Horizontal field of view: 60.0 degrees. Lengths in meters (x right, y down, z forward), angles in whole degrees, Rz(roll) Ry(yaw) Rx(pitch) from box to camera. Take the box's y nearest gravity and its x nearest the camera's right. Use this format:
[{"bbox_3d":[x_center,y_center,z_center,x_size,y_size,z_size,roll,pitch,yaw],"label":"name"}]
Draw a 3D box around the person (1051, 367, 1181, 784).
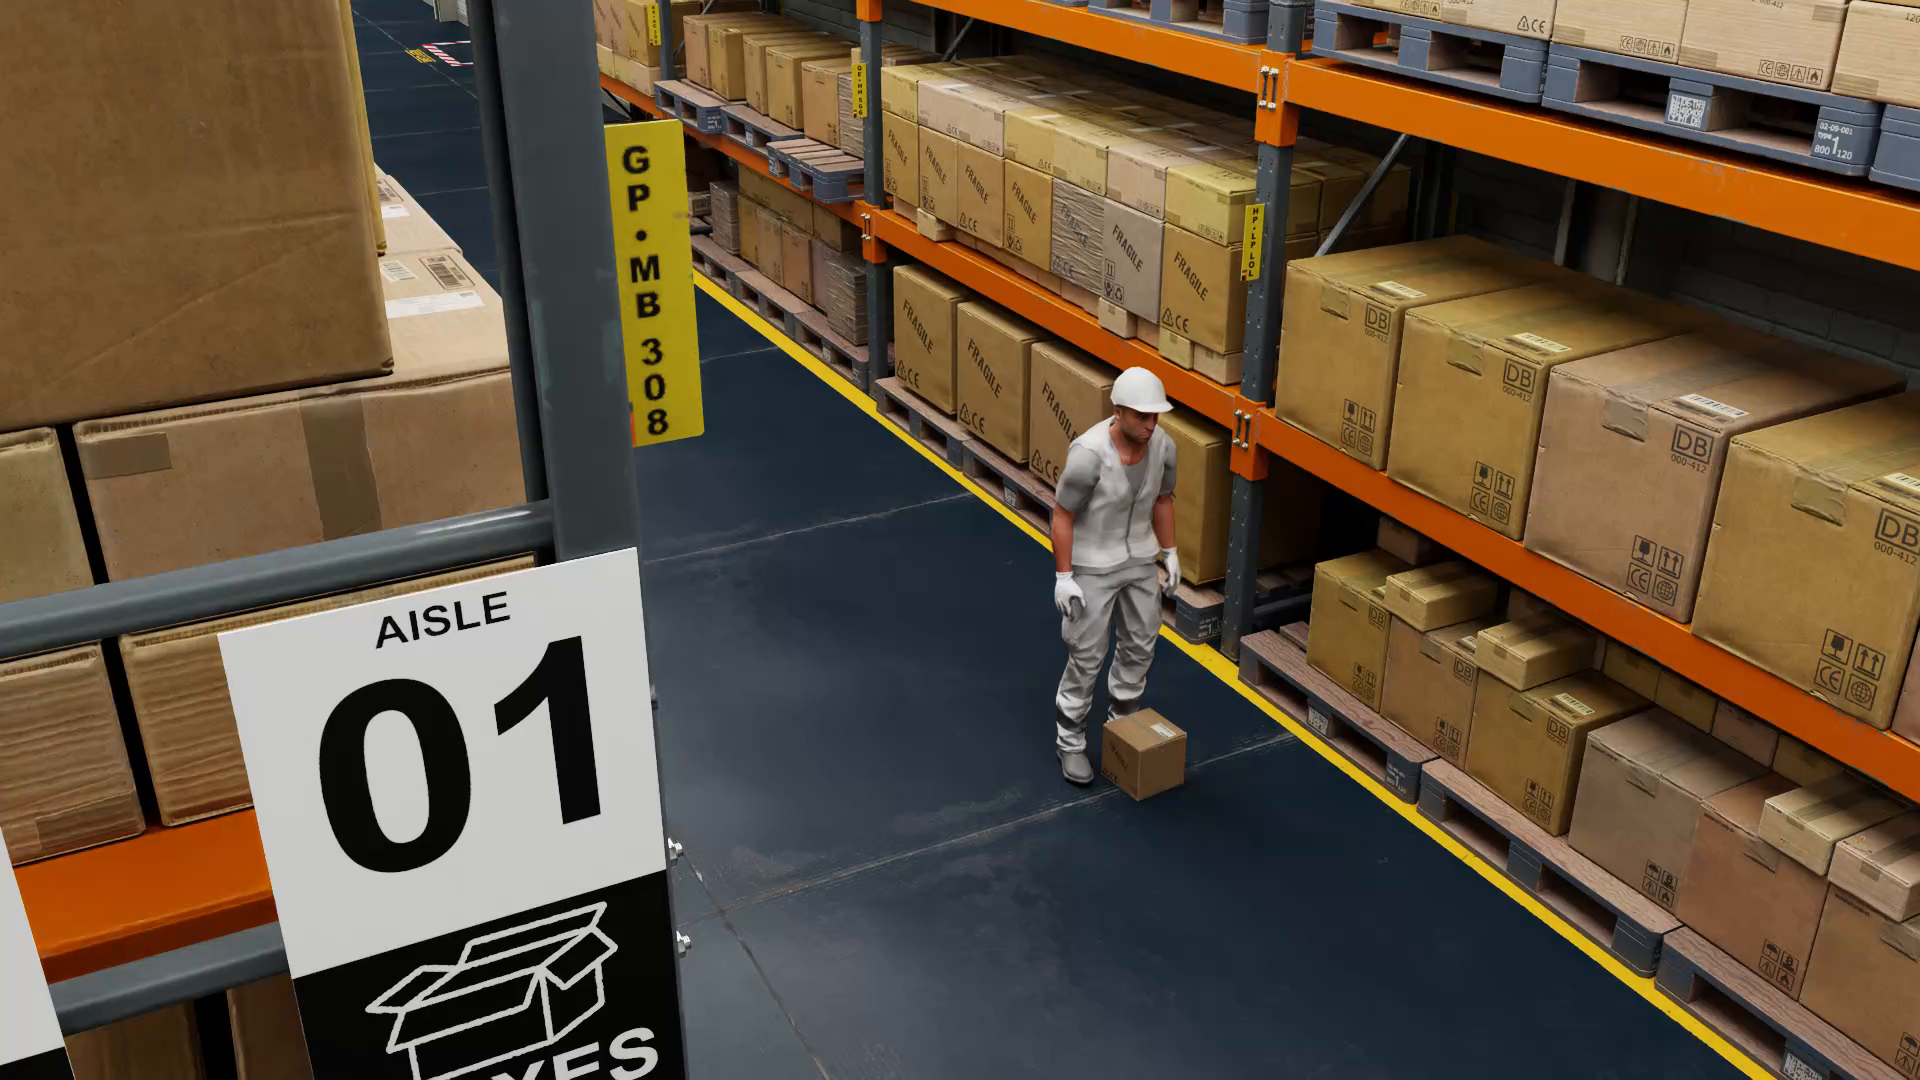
[{"bbox_3d":[0.646,0.128,6.821,0.608,1.779,0.453,-13,28,-25],"label":"person"}]
